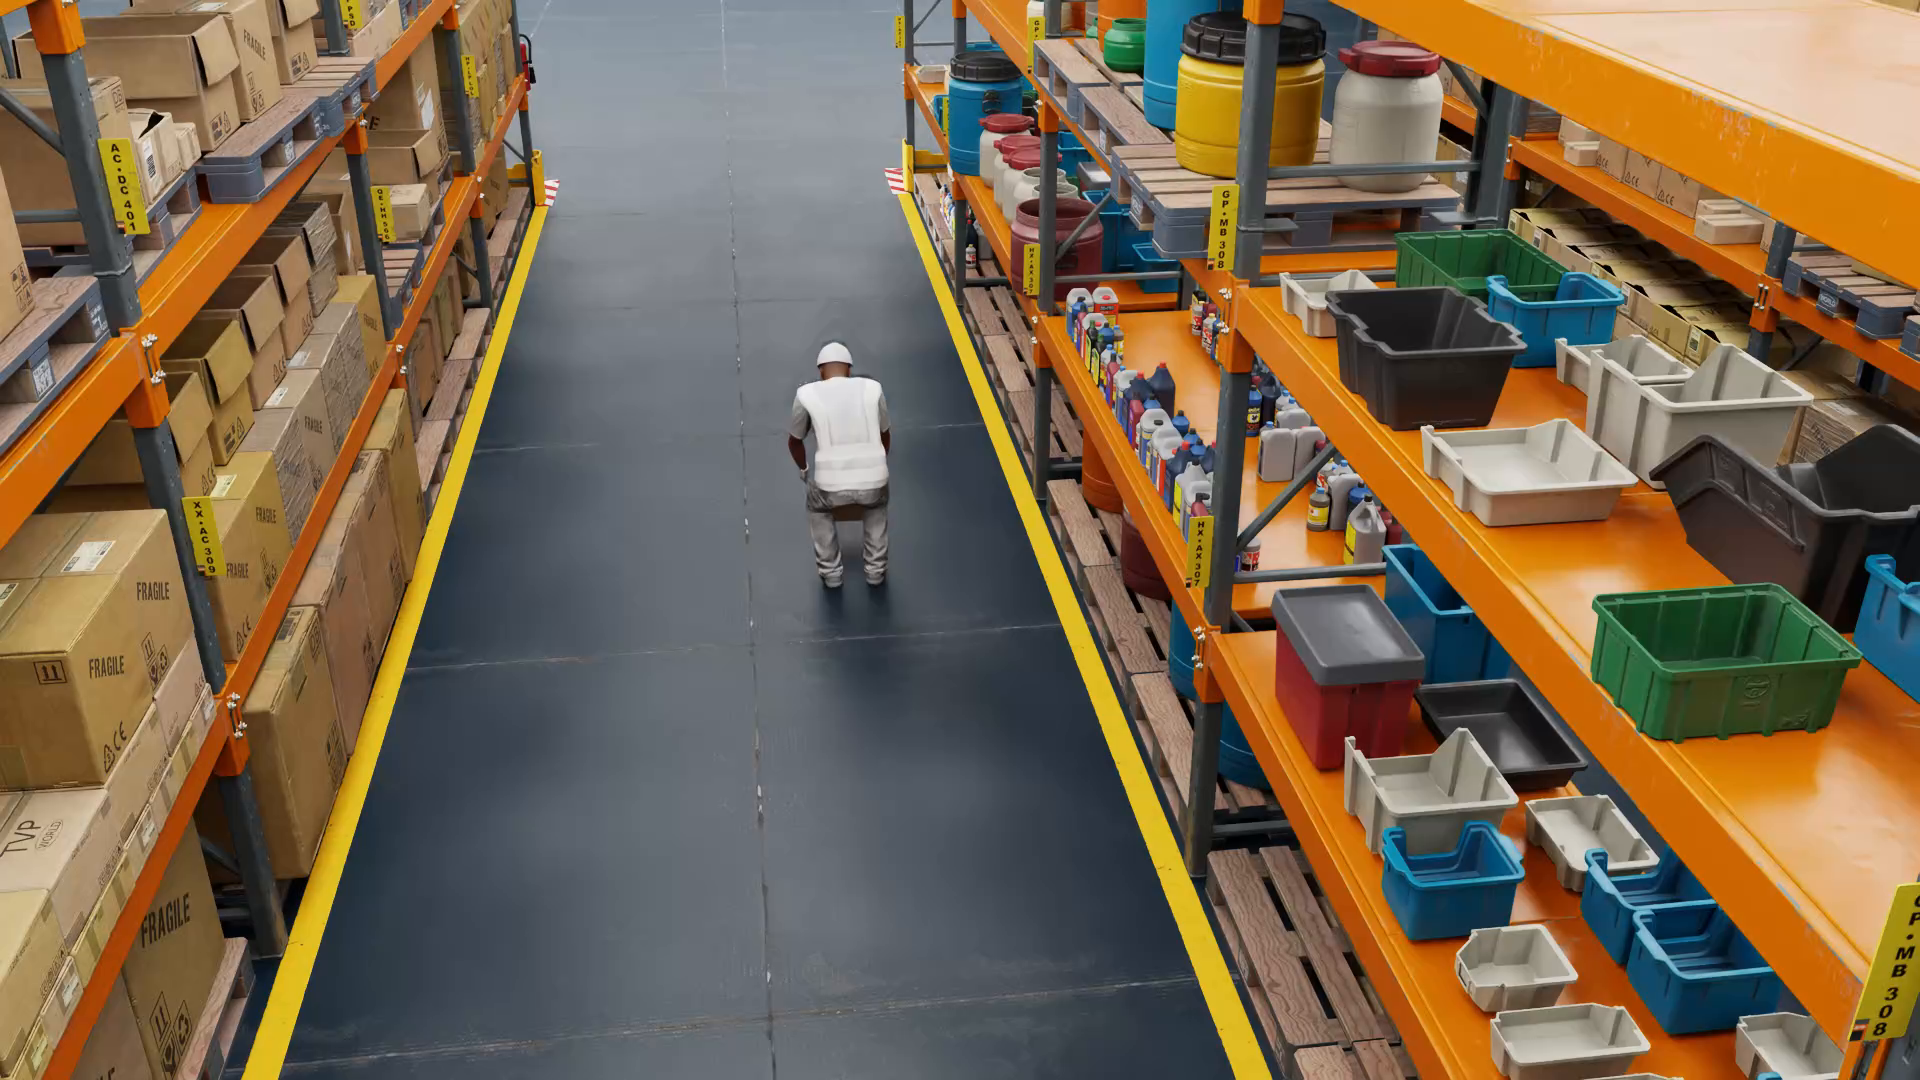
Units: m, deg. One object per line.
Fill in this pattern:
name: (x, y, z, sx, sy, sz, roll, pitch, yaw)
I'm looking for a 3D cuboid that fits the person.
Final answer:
person: (-0.701, -0.444, 9.852, 0.610, 1.327, 0.787, -4, 27, -7)
